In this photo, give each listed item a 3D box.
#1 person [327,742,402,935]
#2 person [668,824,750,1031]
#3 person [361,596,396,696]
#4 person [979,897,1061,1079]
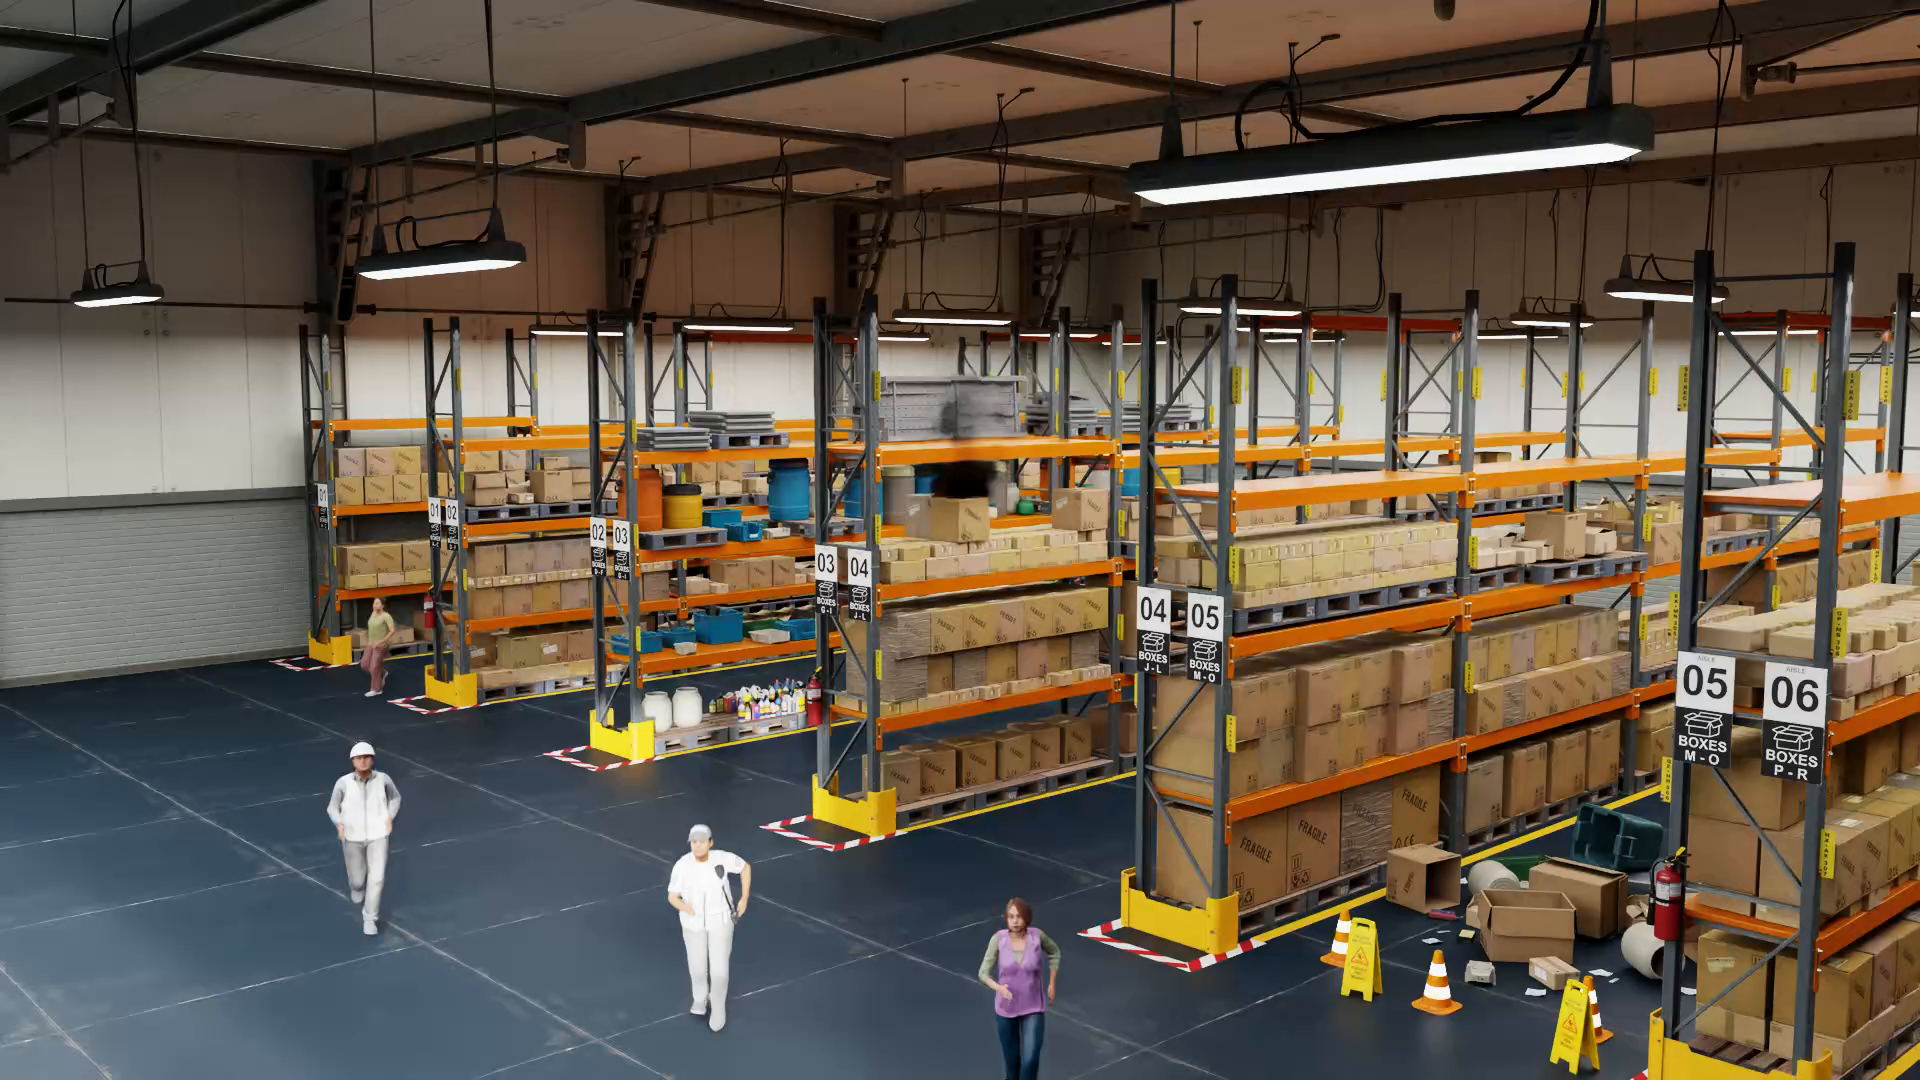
[{"bbox_3d":[-5.541,2.745,15.516,0.661,1.745,0.732,-2,6,-23],"label":"person"},{"bbox_3d":[-1.969,3.023,13.050,0.613,1.643,0.826,0,6,0],"label":"person"},{"bbox_3d":[-9.239,1.691,26.596,0.606,1.633,0.532,3,6,27],"label":"person"},{"bbox_3d":[0.405,3.233,11.362,0.544,1.635,0.724,1,6,7],"label":"person"}]
